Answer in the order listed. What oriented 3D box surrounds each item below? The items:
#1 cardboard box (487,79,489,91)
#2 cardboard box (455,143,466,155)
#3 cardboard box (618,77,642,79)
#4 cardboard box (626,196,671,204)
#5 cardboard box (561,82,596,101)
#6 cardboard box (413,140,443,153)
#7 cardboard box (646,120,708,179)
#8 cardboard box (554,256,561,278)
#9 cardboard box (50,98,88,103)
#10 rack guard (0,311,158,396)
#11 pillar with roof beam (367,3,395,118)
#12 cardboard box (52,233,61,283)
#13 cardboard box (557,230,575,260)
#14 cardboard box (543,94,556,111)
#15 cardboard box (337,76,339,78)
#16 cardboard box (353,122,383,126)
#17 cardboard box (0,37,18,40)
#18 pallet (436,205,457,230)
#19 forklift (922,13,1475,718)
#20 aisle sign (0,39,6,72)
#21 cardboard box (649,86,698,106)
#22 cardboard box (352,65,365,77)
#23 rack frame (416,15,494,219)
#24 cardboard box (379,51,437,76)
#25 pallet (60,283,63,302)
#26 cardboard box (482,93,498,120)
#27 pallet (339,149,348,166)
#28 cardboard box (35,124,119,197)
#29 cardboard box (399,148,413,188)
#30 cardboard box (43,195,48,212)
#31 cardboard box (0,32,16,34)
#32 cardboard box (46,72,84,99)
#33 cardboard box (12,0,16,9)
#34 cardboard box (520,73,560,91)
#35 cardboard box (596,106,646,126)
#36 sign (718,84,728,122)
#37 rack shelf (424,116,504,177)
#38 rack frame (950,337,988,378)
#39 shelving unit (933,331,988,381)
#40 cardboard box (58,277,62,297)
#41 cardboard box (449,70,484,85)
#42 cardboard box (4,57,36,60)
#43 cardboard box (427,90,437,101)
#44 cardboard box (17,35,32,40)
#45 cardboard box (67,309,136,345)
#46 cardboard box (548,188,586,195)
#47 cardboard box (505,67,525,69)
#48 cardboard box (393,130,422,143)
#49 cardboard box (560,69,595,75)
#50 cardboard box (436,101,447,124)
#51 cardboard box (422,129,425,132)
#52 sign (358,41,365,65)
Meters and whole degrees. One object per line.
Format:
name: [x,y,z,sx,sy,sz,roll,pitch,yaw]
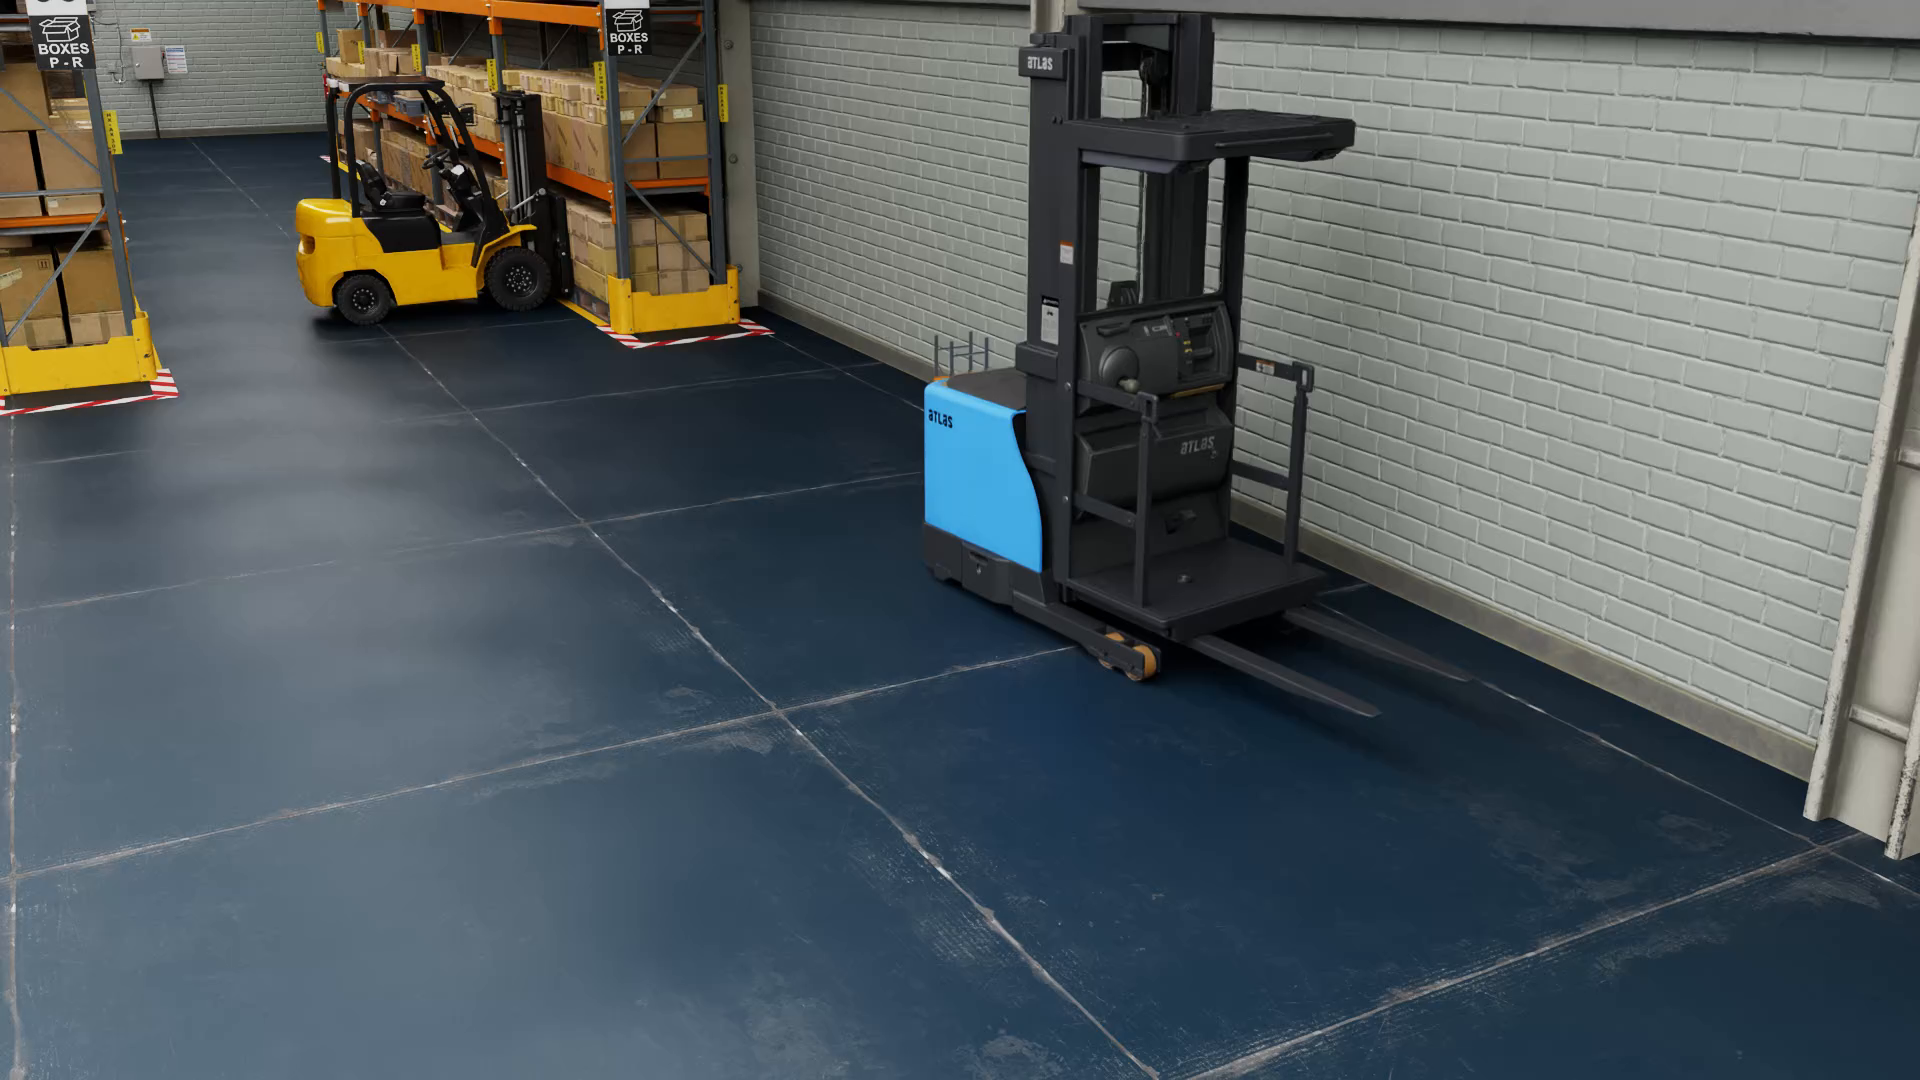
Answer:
cardboard box: [-5.102,-5.128,18.746,0.380,0.149,0.250,-10,21,-27]
cardboard box: [-6.700,-5.370,22.789,0.380,0.149,0.250,-10,21,-26]
cardboard box: [-3.318,-4.485,16.426,0.380,0.149,0.250,-10,21,-26]
cardboard box: [-3.167,-3.239,16.459,0.500,0.250,0.500,-10,21,-27]
cardboard box: [-3.559,-4.255,15.759,0.380,0.149,0.250,-9,21,-25]
cardboard box: [-7.341,-5.445,23.007,0.380,0.149,0.250,-10,22,-27]
cardboard box: [-2.628,-3.645,15.443,0.500,0.500,0.500,-9,21,-25]
cardboard box: [-3.862,-2.832,16.811,0.500,0.250,0.500,-9,21,-25]
cardboard box: [-8.473,-3.890,15.696,0.500,0.500,0.500,-11,22,-28]
rack guard: [-7.040,-1.483,13.162,1.175,0.500,0.348,-10,21,-27]
pillar with roof beam: [-14.510,-11.088,27.970,9.100,9.000,0.400,-10,21,-27]
cardboard box: [-7.899,-2.624,15.058,0.500,0.500,0.500,-9,21,-24]
cardboard box: [-3.635,-2.929,16.327,0.500,0.250,0.500,-11,22,-28]
cardboard box: [-3.900,-4.335,16.449,0.380,0.149,0.250,-10,22,-28]
cardboard box: [-10.158,-7.684,27.686,0.380,0.149,0.250,-9,21,-25]
cardboard box: [-9.656,-6.581,27.292,0.700,0.500,0.500,-9,21,-24]
cardboard box: [-11.993,-6.003,20.743,0.500,0.500,0.500,-10,22,-28]
pallet: [-6.079,-4.148,21.330,1.003,0.211,1.213,-10,21,-27]
forklift: [1.071,-0.909,7.771,1.130,2.935,3.031,-13,23,-34]
aisle sign: [-7.229,-3.809,12.085,0.394,0.787,0.004,-10,21,-27]
cardboard box: [-2.608,-4.036,15.127,0.380,0.149,0.250,-10,22,-28]
cardboard box: [-9.043,-7.177,25.605,0.500,0.250,0.500,-10,21,-26]
rack frame: [-6.436,-5.709,21.578,1.000,3.000,0.127,-10,21,-27]
cardboard box: [-7.684,-6.556,23.234,0.700,0.500,0.500,-10,21,-27]
pallet: [-8.553,-2.285,15.931,1.003,0.211,1.213,-10,21,-27]
cardboard box: [-4.994,-4.827,18.486,0.500,0.250,0.500,-10,22,-28]
pallet: [-9.819,-6.437,27.962,1.003,0.211,1.213,-10,21,-27]
cardboard box: [-6.984,-3.009,13.145,0.500,0.500,0.500,-10,22,-27]
cardboard box: [-7.568,-5.255,23.451,0.500,0.500,0.500,-11,22,-29]
cardboard box: [-7.115,-2.724,13.311,0.380,0.149,0.250,-10,21,-26]
cardboard box: [-13.169,-6.700,22.763,0.500,0.500,0.500,-10,21,-27]
cardboard box: [-8.873,-4.356,16.404,0.500,0.500,0.500,-9,21,-25]
cardboard box: [-7.834,-4.588,14.116,0.380,0.149,0.250,-10,22,-27]
cardboard box: [-4.281,-4.695,17.035,0.380,0.149,0.250,-9,21,-25]
cardboard box: [-3.048,-3.822,14.963,0.380,0.149,0.250,-10,21,-26]
sign: [-2.146,-3.943,15.012,0.100,0.325,0.005,-10,21,-27]
rack shelf: [-5.486,-4.795,20.031,1.077,0.370,4.000,-10,21,-27]
rack frame: [0.050,-0.537,9.348,0.240,1.200,0.006,-10,21,-27]
shelving unit: [0.007,-0.563,9.424,0.258,1.200,0.189,-10,21,-27]
cardboard box: [-8.597,-2.327,15.348,0.500,0.250,0.500,-9,21,-24]
cardboard box: [-5.921,-5.557,19.989,0.380,0.149,0.250,-9,21,-26]
cardboard box: [-7.672,-3.562,13.214,0.700,0.500,0.500,-10,21,-26]
cardboard box: [-6.462,-5.705,21.030,0.500,0.250,0.500,-10,21,-27]
cardboard box: [-11.793,-6.222,21.378,0.500,0.500,0.500,-9,21,-25]
cardboard box: [-7.143,-1.816,13.866,0.500,0.250,0.500,-10,21,-27]
cardboard box: [-4.102,-3.455,17.085,0.500,0.250,0.500,-9,21,-25]
cardboard box: [-5.633,-5.800,20.692,0.380,0.149,0.250,-10,22,-28]
cardboard box: [-8.067,-5.897,24.317,0.380,0.149,0.250,-11,22,-29]
cardboard box: [-4.036,-4.932,17.722,0.380,0.149,0.250,-11,22,-28]
cardboard box: [-6.206,-5.328,20.703,0.500,0.250,0.500,-10,22,-28]
cardboard box: [-7.777,-6.045,24.745,0.380,0.149,0.250,-10,21,-27]
sign: [-8.809,-7.180,24.514,0.100,0.325,0.005,-10,21,-27]
